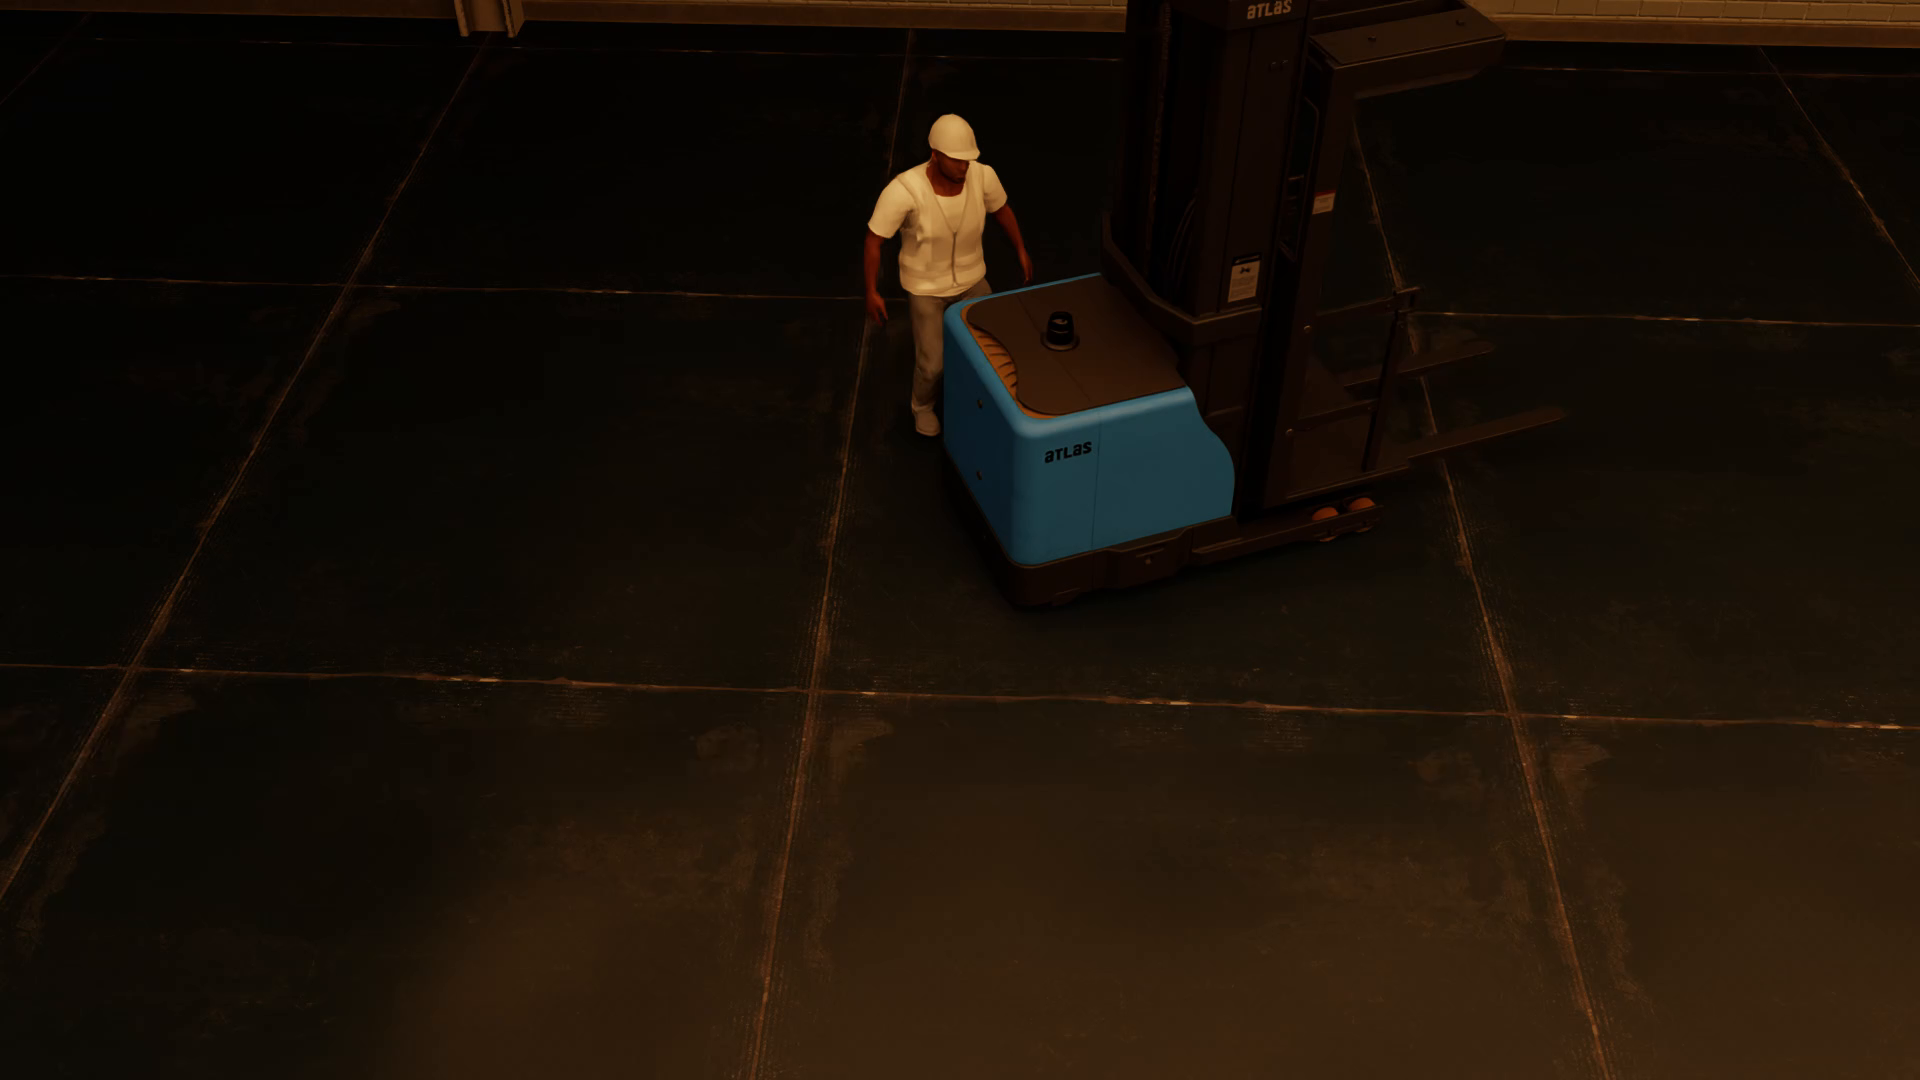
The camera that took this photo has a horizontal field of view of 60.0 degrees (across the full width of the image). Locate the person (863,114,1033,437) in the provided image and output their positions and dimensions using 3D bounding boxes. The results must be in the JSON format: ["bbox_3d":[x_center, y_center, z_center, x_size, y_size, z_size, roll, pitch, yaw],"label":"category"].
[{"bbox_3d":[-0.038,-1.224,7.992,0.875,1.728,0.476,-18,45,-18],"label":"person"}]

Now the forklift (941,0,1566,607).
[{"bbox_3d":[1.481,-1.395,7.270,3.031,2.935,1.130,-14,44,-15],"label":"forklift"}]
